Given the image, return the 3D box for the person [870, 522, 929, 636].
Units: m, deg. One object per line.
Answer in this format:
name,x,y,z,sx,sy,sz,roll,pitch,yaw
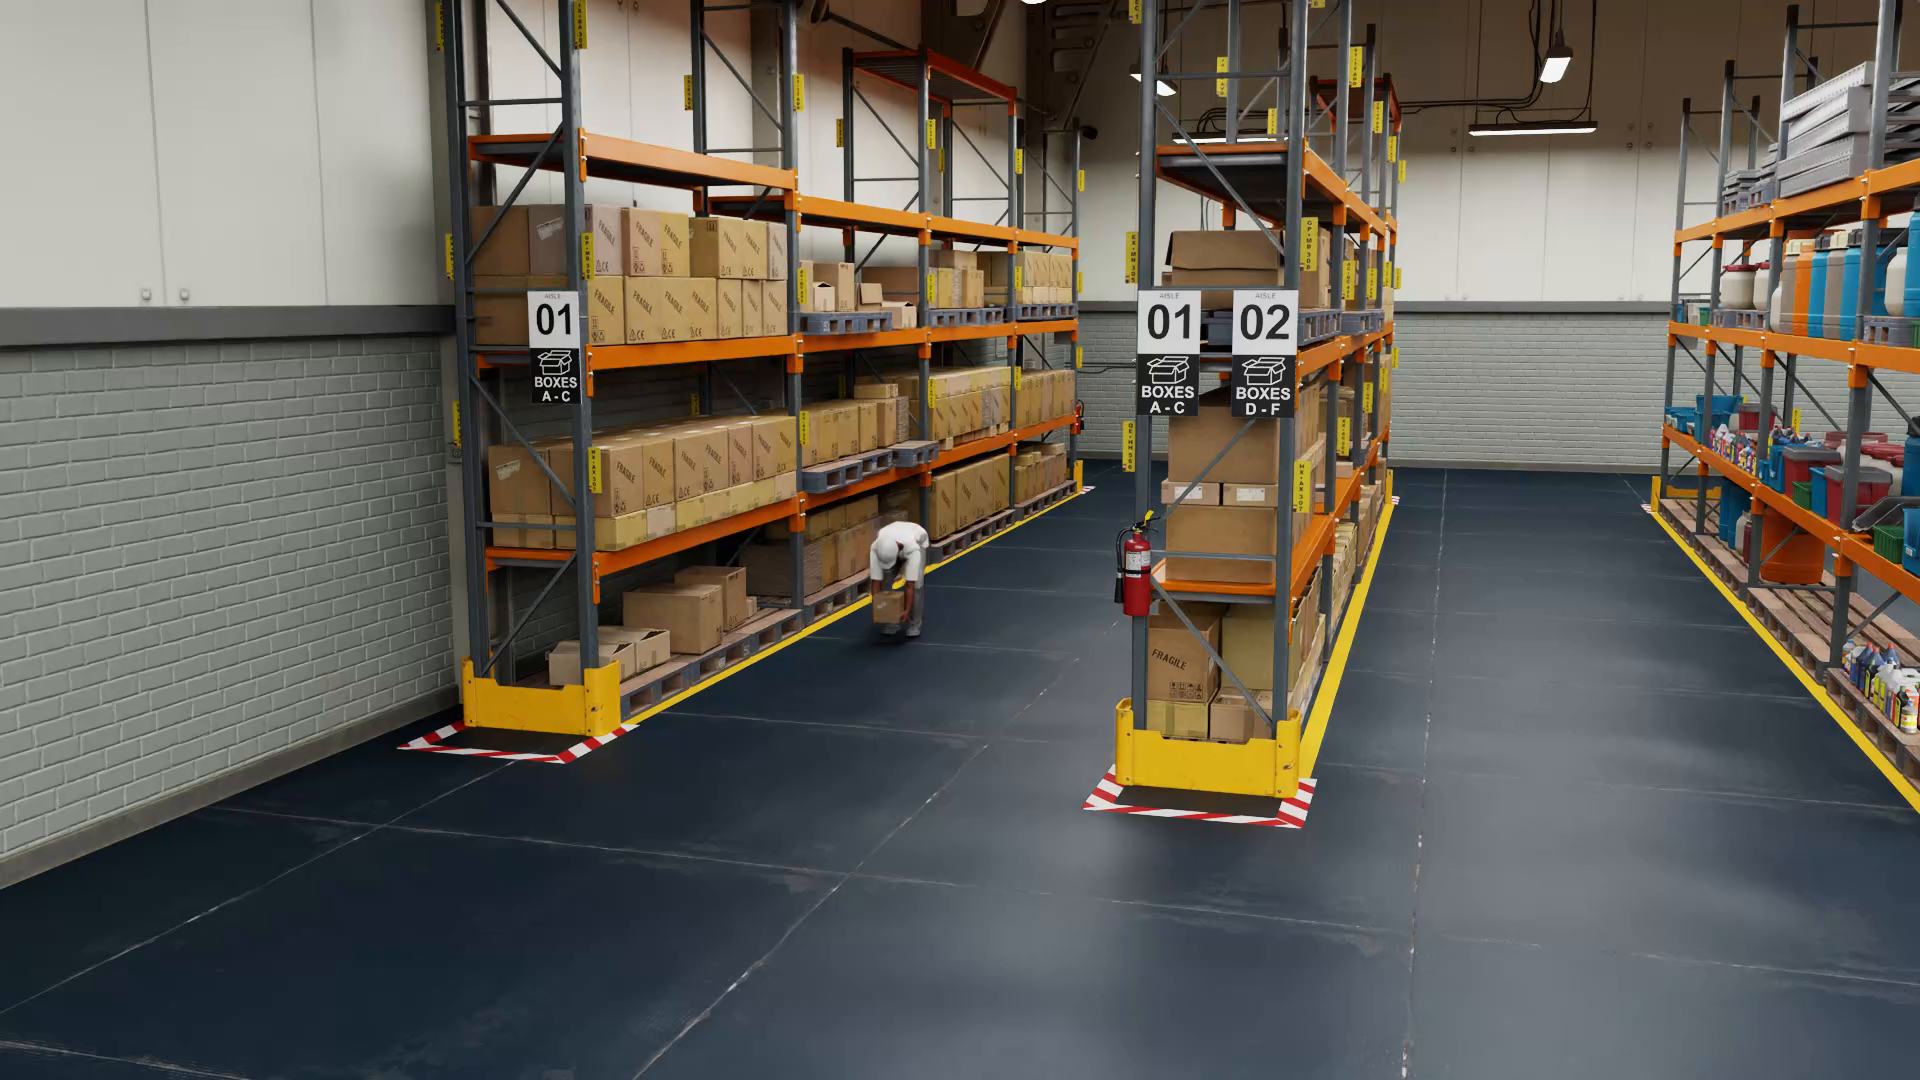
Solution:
person,-0.576,0.389,15.495,0.489,1.065,0.982,2,9,14
